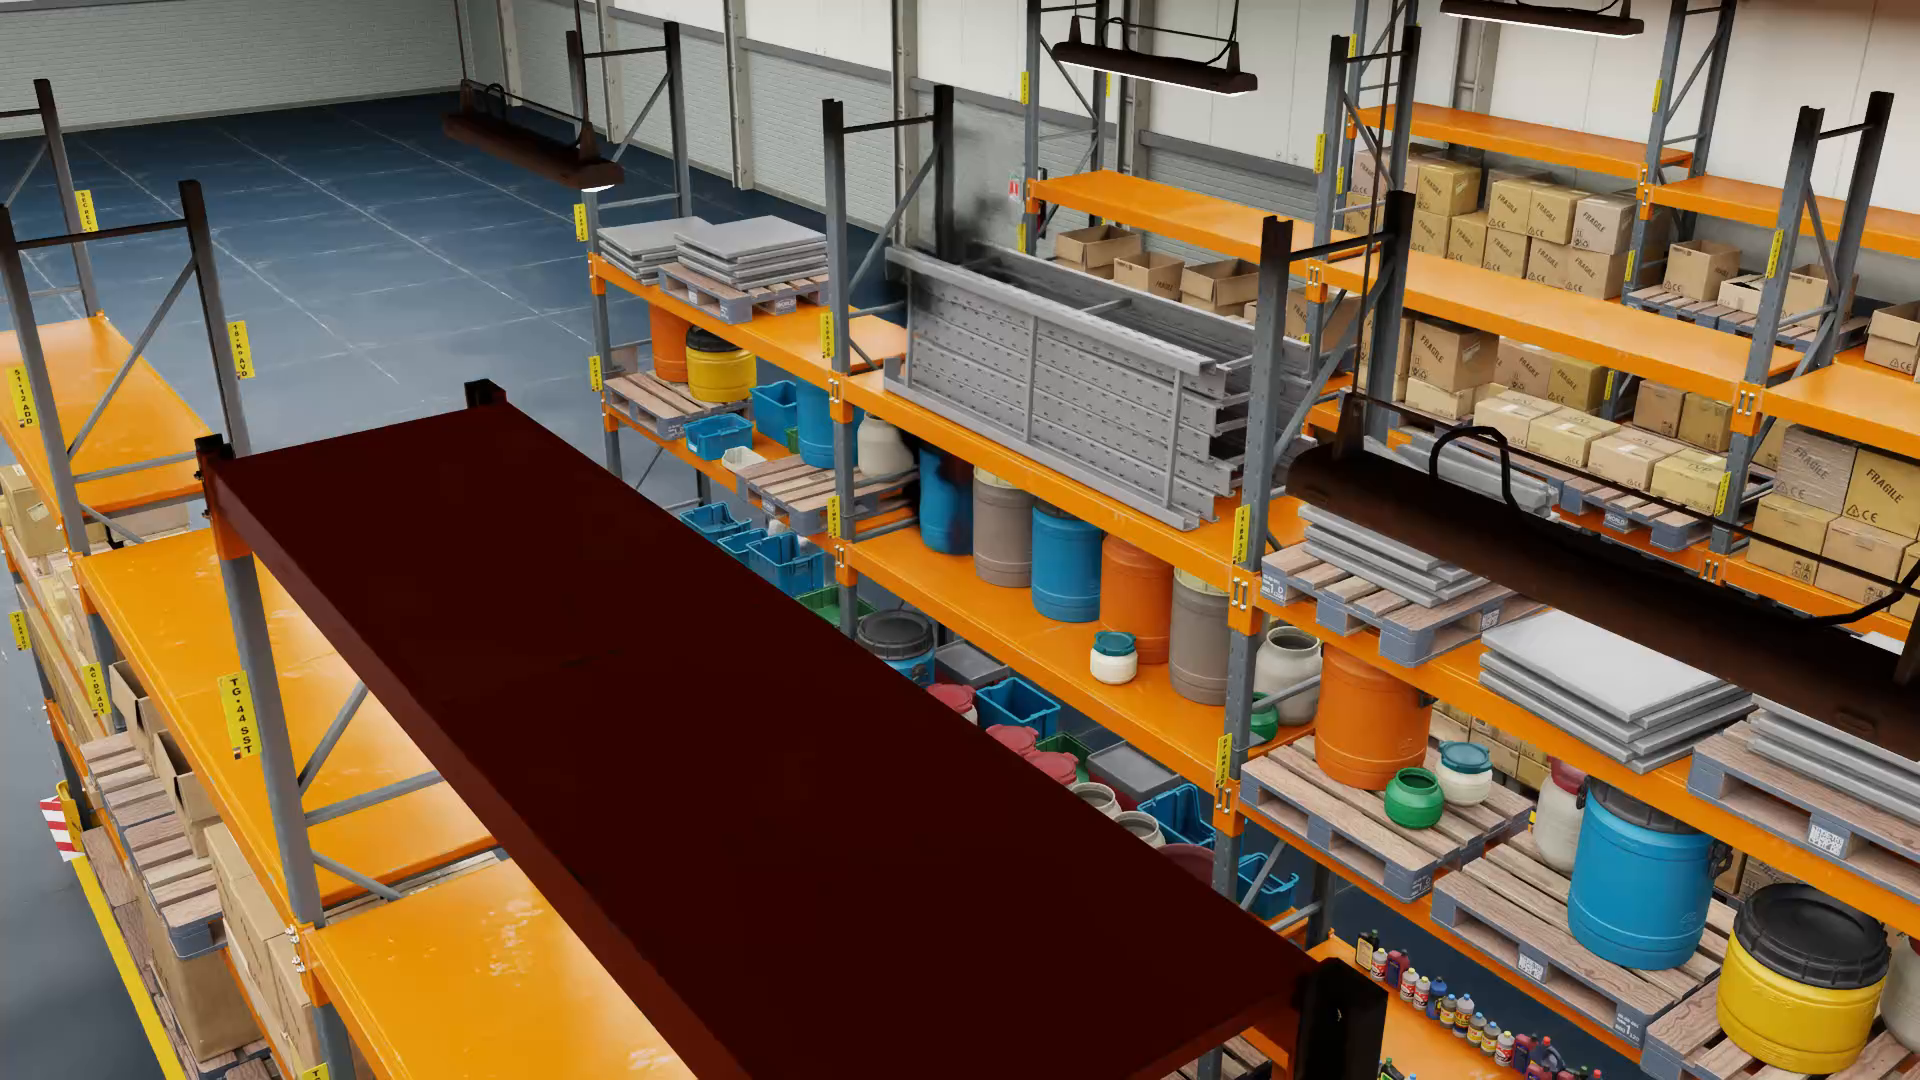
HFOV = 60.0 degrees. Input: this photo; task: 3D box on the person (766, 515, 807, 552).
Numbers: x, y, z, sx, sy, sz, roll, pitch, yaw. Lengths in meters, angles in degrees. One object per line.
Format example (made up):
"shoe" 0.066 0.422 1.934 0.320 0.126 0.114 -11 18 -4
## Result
"person" -1.701 0.049 16.938 0.696 1.676 0.656 17 30 32
